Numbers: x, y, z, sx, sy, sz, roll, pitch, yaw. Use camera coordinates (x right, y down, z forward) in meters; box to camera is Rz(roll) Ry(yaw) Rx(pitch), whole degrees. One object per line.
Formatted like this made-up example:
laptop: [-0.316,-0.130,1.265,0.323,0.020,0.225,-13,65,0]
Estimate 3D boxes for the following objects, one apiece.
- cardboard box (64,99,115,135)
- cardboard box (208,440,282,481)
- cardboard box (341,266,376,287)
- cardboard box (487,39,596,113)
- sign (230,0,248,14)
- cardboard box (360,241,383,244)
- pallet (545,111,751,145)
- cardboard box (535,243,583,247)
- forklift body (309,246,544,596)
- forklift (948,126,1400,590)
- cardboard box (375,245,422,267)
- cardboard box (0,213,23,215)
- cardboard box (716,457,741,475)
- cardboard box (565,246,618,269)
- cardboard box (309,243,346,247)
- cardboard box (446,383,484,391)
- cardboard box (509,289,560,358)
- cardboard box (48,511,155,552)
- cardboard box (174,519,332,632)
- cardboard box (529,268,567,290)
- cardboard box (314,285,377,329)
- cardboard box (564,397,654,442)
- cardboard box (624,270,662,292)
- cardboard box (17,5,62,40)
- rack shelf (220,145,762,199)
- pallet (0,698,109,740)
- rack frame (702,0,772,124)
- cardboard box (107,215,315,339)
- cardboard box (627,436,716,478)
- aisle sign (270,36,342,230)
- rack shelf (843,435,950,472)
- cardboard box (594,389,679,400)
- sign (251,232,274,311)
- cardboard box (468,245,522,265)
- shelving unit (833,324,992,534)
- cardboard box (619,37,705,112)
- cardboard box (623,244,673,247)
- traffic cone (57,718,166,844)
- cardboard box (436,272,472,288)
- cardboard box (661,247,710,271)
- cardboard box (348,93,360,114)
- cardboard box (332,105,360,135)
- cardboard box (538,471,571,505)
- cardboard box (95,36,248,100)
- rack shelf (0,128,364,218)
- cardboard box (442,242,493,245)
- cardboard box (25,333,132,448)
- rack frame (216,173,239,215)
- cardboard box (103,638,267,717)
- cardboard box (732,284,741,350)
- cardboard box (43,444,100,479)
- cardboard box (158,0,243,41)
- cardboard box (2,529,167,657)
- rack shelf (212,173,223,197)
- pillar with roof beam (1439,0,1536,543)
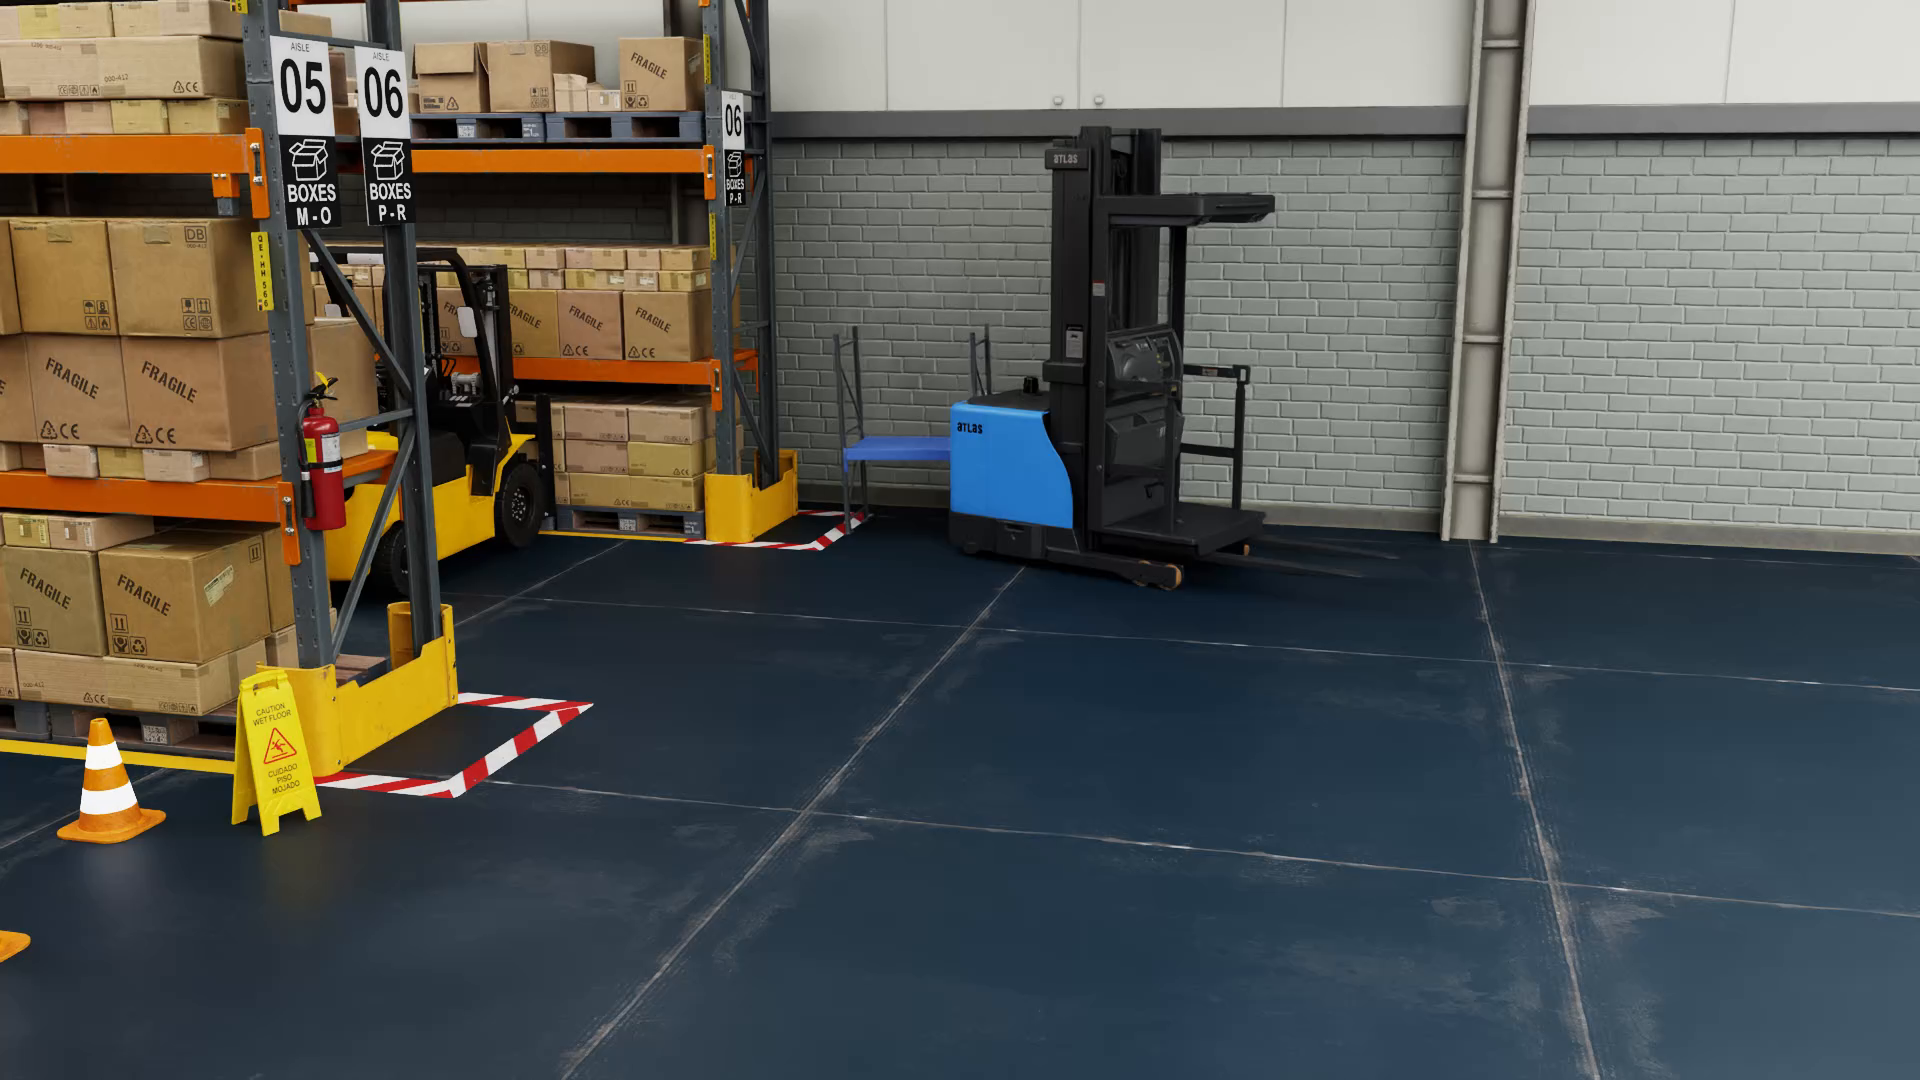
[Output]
cardboard box: [-3.697,-1.856,7.327,0.250,0.149,0.380,3,13,15]
cardboard box: [-3.199,-0.379,7.597,0.250,0.149,0.380,4,13,15]
cardboard box: [-4.503,-2.023,12.699,0.250,0.149,0.380,3,13,15]
cardboard box: [-3.057,-3.384,12.205,0.500,0.500,0.700,3,13,14]
sign: [-2.937,-2.308,6.743,0.005,0.325,0.100,3,13,14]
cardboard box: [-4.606,-2.304,13.277,0.250,0.149,0.380,3,13,13]
pallet: [-2.279,-3.035,12.265,1.213,0.211,1.003,3,13,14]
cardboard box: [-3.109,-2.234,12.964,0.250,0.149,0.380,3,13,12]
forklift body: [-3.877,-0.872,11.197,1.214,2.155,2.313,3,13,14]
forklift: [1.412,-1.237,11.040,3.031,2.935,1.130,9,15,34]
cardboard box: [-4.235,-2.162,12.637,0.250,0.149,0.380,3,13,13]
cardboard box: [-4.793,-1.278,7.842,0.500,0.500,0.700,3,13,13]
cardboard box: [-2.029,-0.500,12.943,0.500,0.250,0.500,3,13,14]
cardboard box: [-2.728,-2.099,12.354,0.250,0.149,0.380,3,13,14]
cardboard box: [-4.964,-2.220,12.898,0.250,0.149,0.380,3,13,14]
cardboard box: [-3.975,-1.093,13.303,0.500,0.250,0.500,3,13,14]
cardboard box: [-3.138,-1.646,12.495,0.500,0.500,0.500,3,13,12]
cardboard box: [-3.997,-0.064,7.748,0.250,0.149,0.380,3,13,15]
cardboard box: [-3.524,0.143,8.312,0.500,0.500,0.500,3,13,12]
cardboard box: [-3.003,-1.948,12.362,0.250,0.149,0.380,3,13,12]
cardboard box: [-4.604,-1.726,12.858,0.500,0.500,0.500,3,13,15]
cardboard box: [-2.618,-0.906,12.460,0.500,0.250,0.500,3,13,15]
cardboard box: [-2.258,-1.903,12.156,0.250,0.149,0.380,3,13,14]
cardboard box: [-3.911,-2.269,7.347,0.250,0.149,0.380,3,13,14]
rack shelf: [-3.540,-2.788,12.611,4.000,0.370,1.077,3,13,14]
pallet: [-4.819,0.717,8.515,1.213,0.211,1.003,3,13,14]
rack frame: [-1.599,-4.500,11.741,0.127,3.000,1.000,3,13,14]
cardboard box: [-3.333,-1.190,7.446,0.500,0.500,0.700,3,13,12]
cardboard box: [-2.146,-0.637,12.406,0.500,0.250,0.500,3,13,13]
aisle sign: [-2.794,-1.732,7.114,0.004,0.787,0.394,3,13,14]
rack shelf: [-0.311,-0.644,12.398,1.000,0.185,0.538,1,14,14]
cardboard box: [-2.506,-1.012,12.940,0.500,0.250,0.500,3,13,14]
sign: [-2.937,-1.131,7.004,0.005,0.325,0.100,3,13,14]
cardboard box: [-3.488,-2.135,12.514,0.250,0.149,0.380,3,13,14]
shelving unit: [-0.319,-0.819,12.354,1.048,1.500,0.538,1,14,14]
cardboard box: [-2.087,-3.310,11.871,0.500,0.500,0.500,3,13,15]
cardboard box: [-2.379,-2.176,12.700,0.250,0.149,0.380,3,13,15]
traffic cone: [-3.511,0.960,6.837,0.334,0.463,0.336,3,13,14]
cardboard box: [-3.739,-1.988,12.540,0.250,0.149,0.380,3,13,12]
cardboard box: [-1.997,-2.056,12.161,0.250,0.149,0.380,3,13,14]
cardboard box: [-4.373,-3.247,12.399,0.250,0.149,0.380,3,13,15]
cardboard box: [-3.029,-1.954,7.772,0.250,0.149,0.380,3,13,14]
cardboard box: [-3.095,-0.447,12.704,0.500,0.250,0.500,3,13,14]
cardboard box: [-3.346,-2.033,7.208,0.500,0.250,0.500,3,13,13]
rack shelf: [-4.726,-1.744,7.906,4.000,0.370,1.077,3,13,14]
cardboard box: [-3.864,-2.263,13.094,0.250,0.149,0.380,3,13,13]
cardboard box: [-3.862,-0.718,7.629,0.500,0.500,0.500,3,13,14]
rack frame: [-5.482,-1.779,13.326,0.127,3.000,1.000,3,13,14]
cardboard box: [-3.657,0.624,7.877,0.500,0.250,0.500,3,13,13]
cardboard box: [-2.013,-1.704,12.759,0.500,0.500,0.500,3,13,15]
cardboard box: [-3.972,-0.394,7.663,0.250,0.149,0.380,3,13,15]
cardboard box: [-3.183,-2.214,7.100,0.250,0.149,0.380,3,13,14]
cardboard box: [-4.132,0.231,7.915,0.500,0.500,0.500,4,13,16]
rack shelf: [-7.424,-2.996,13.547,4.000,0.370,1.077,3,13,14]
pillar with roof beam: [2.735,-3.509,7.274,0.400,9.000,9.100,3,13,14]
